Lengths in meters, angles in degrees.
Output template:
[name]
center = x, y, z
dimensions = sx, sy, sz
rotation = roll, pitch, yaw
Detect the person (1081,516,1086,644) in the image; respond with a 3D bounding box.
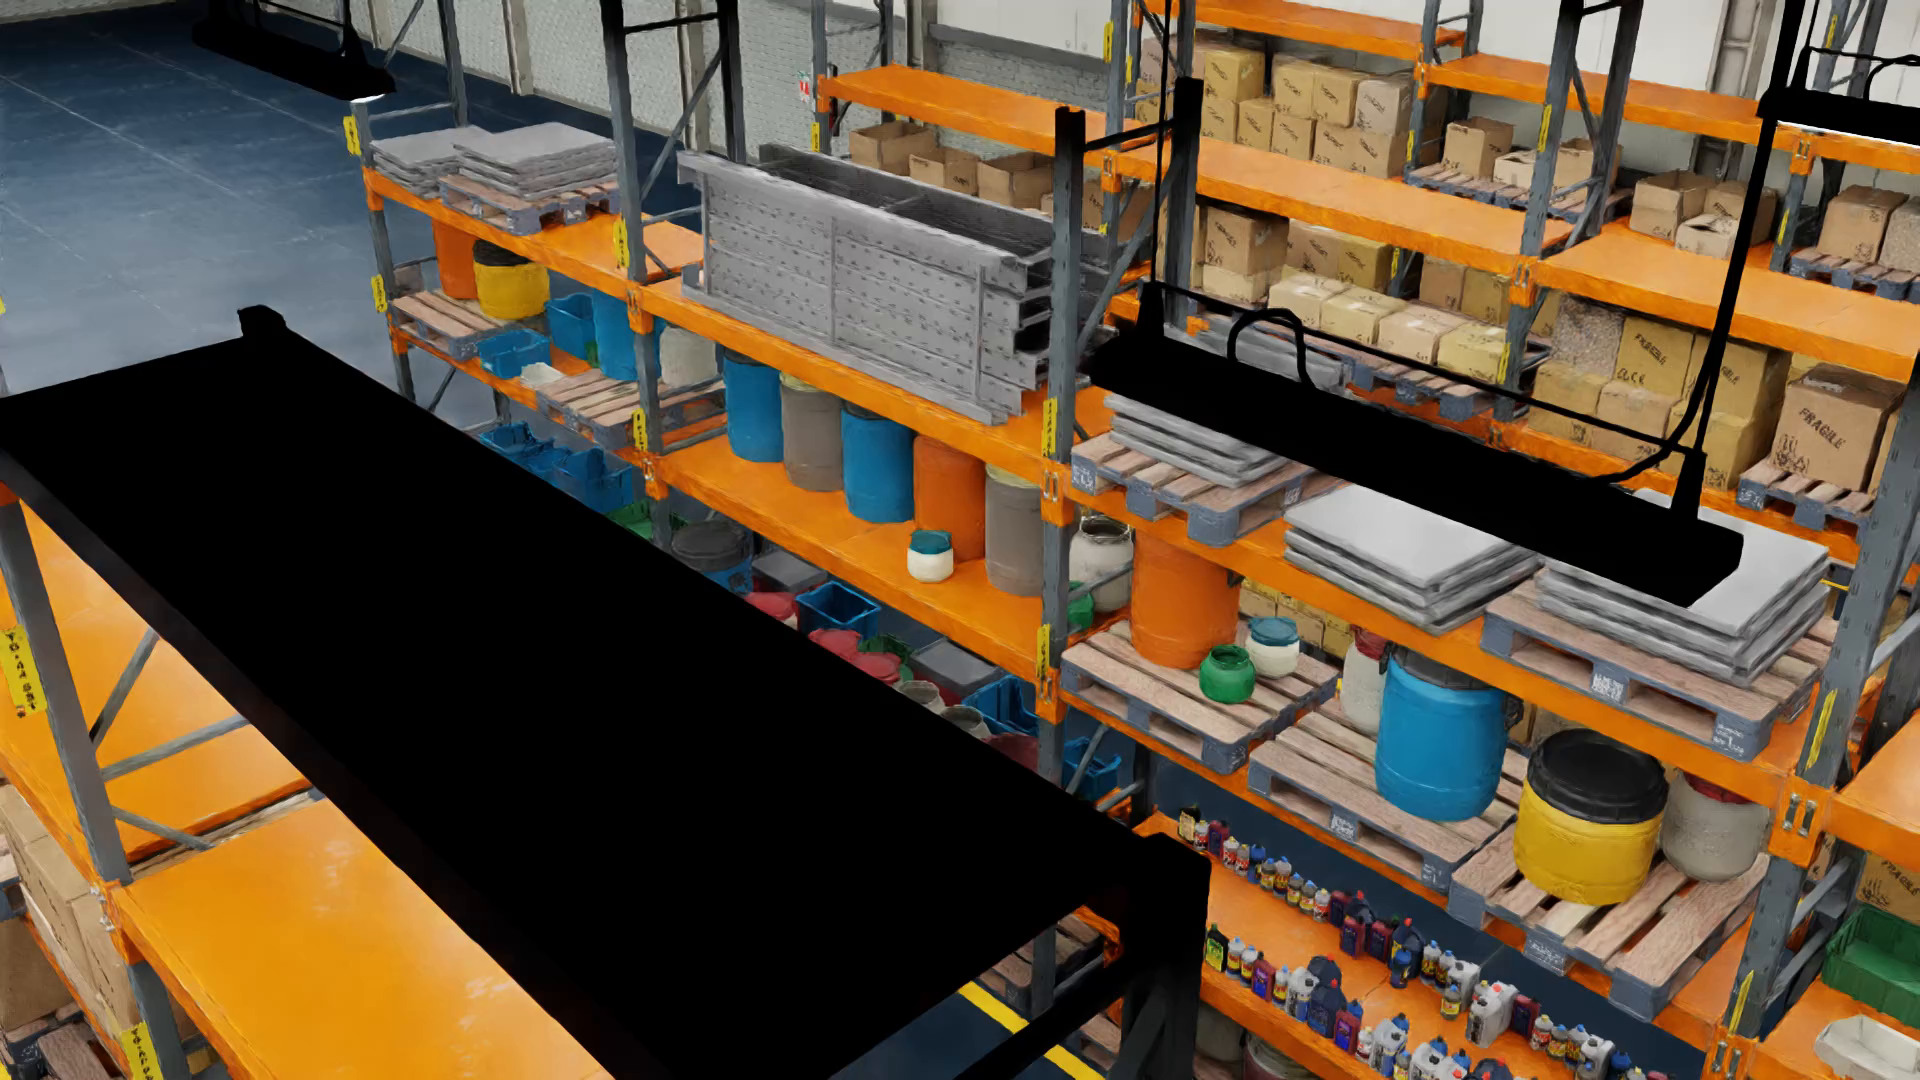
[person]
center = 0.898, 0.398, 14.297
dimensions = 0.736, 1.715, 0.904
rotation = -21, 35, -34
